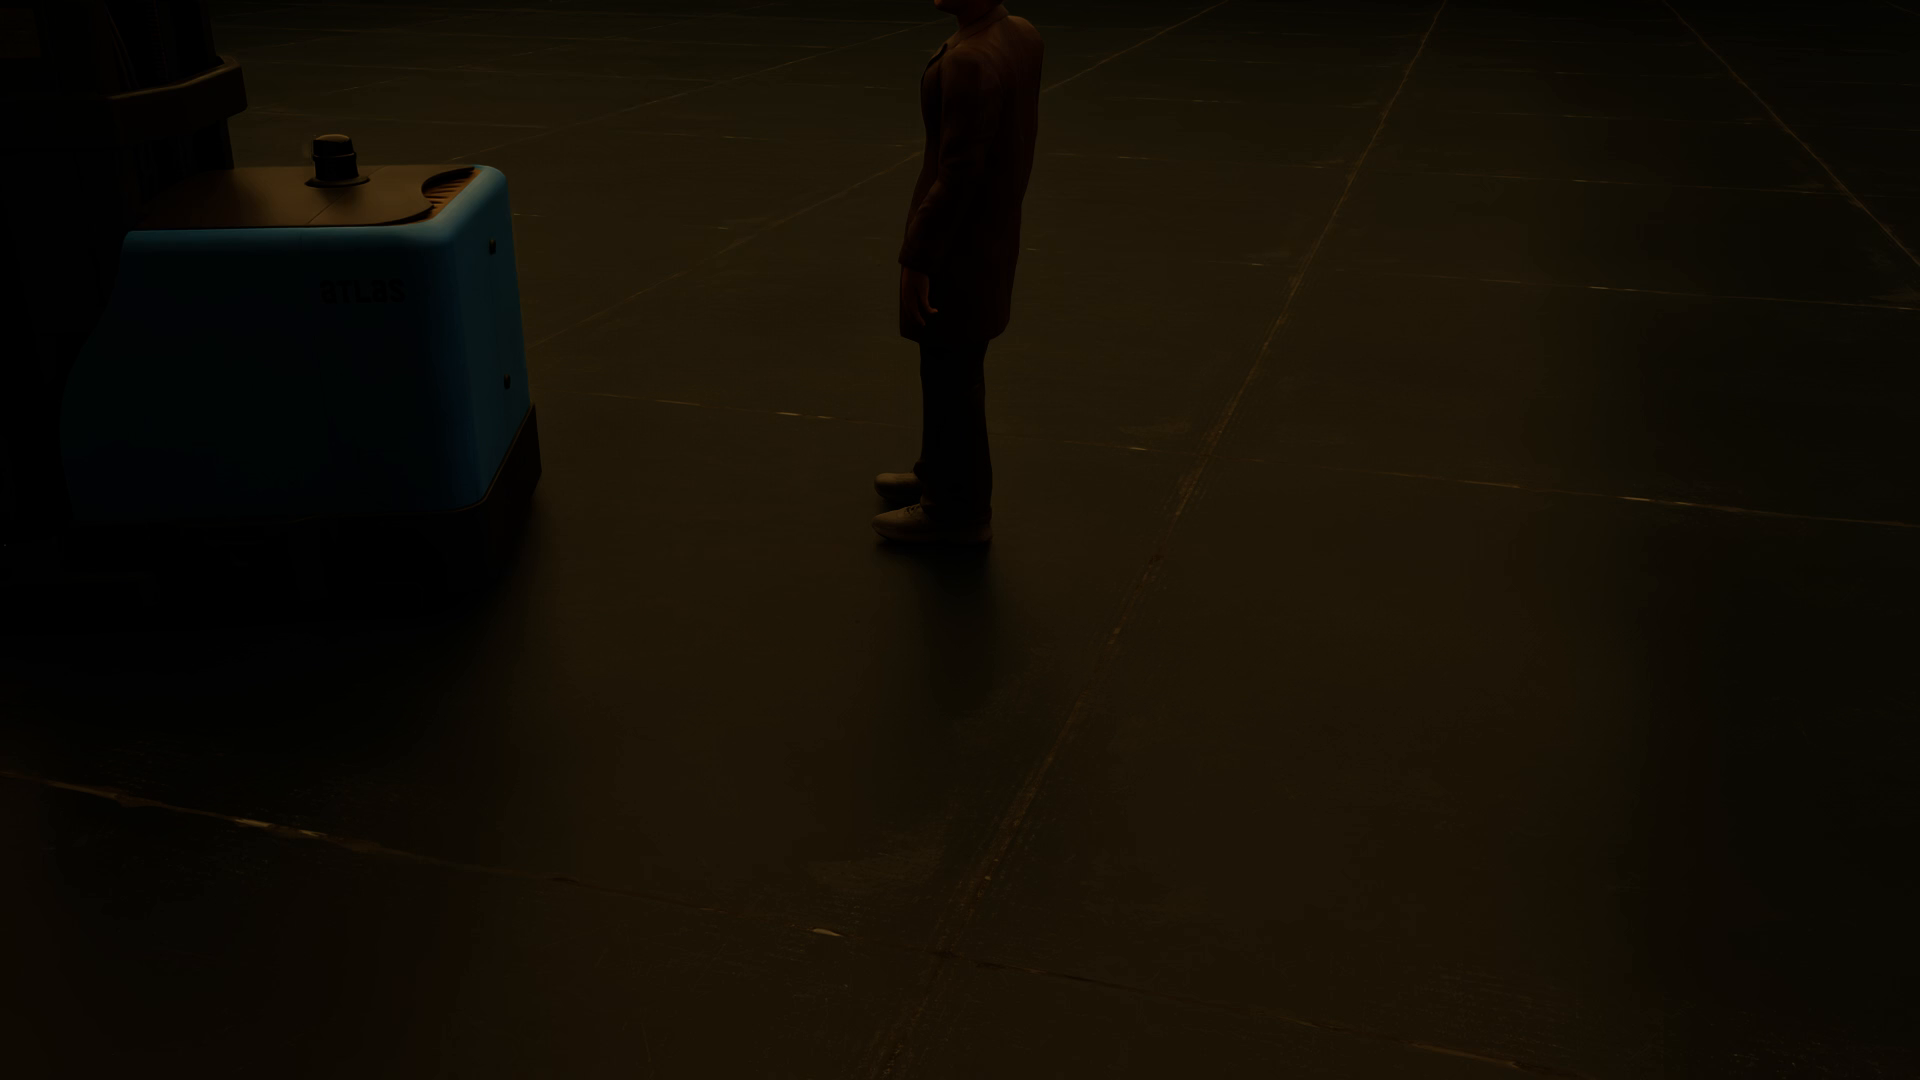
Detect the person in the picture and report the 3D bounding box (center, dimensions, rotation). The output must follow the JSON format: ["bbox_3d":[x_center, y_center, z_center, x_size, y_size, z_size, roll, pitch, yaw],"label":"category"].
[{"bbox_3d":[-0.087,-0.840,4.807,0.579,1.778,0.696,7,23,16],"label":"person"}]

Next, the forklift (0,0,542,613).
[{"bbox_3d":[-2.848,-1.296,4.419,3.031,2.935,1.130,-2,23,-4],"label":"forklift"}]
